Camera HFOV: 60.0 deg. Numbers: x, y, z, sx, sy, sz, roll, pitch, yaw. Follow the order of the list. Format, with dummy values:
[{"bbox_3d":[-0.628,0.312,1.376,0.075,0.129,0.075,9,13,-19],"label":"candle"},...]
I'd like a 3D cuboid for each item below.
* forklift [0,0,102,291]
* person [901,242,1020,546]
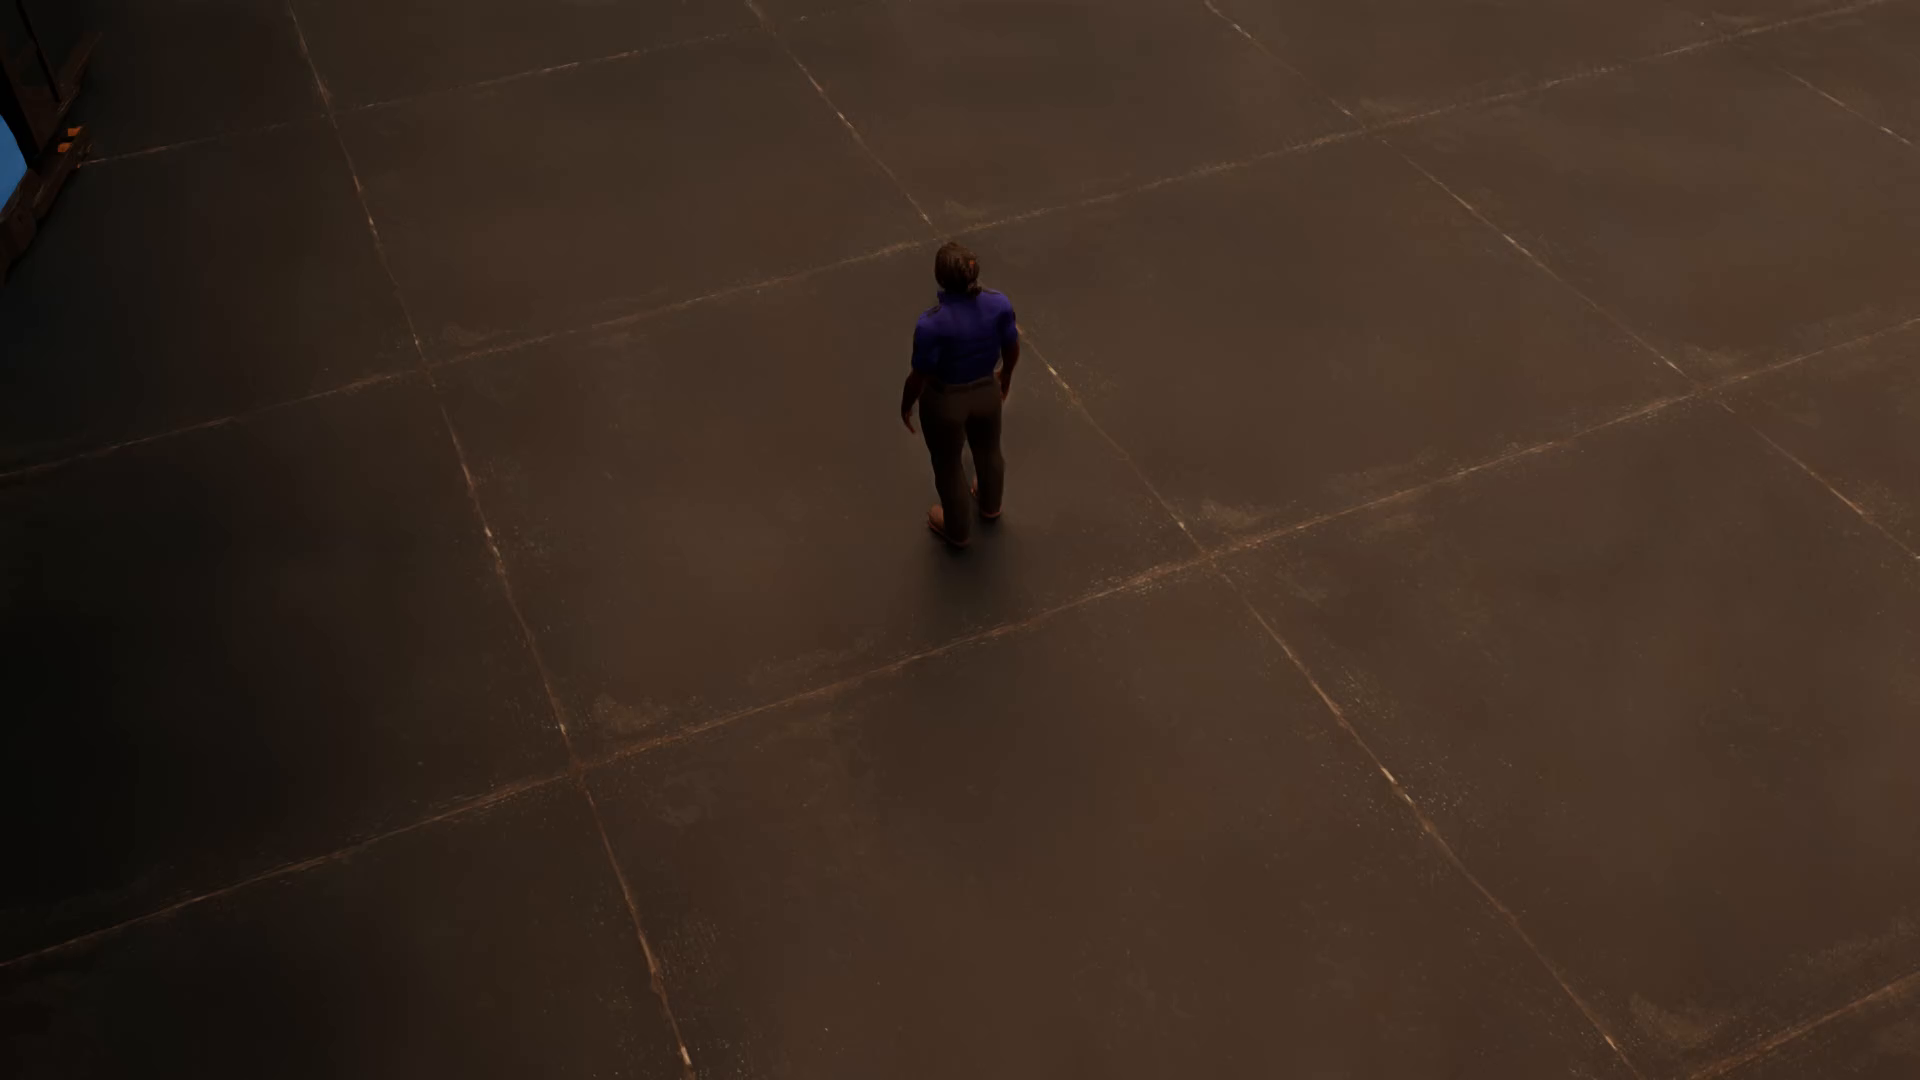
[{"bbox_3d":[-5.981,-3.293,9.209,1.130,2.935,3.031,-3,43,-4],"label":"forklift"},{"bbox_3d":[-0.019,-0.670,7.323,0.570,1.654,0.503,-18,46,-18],"label":"person"}]
